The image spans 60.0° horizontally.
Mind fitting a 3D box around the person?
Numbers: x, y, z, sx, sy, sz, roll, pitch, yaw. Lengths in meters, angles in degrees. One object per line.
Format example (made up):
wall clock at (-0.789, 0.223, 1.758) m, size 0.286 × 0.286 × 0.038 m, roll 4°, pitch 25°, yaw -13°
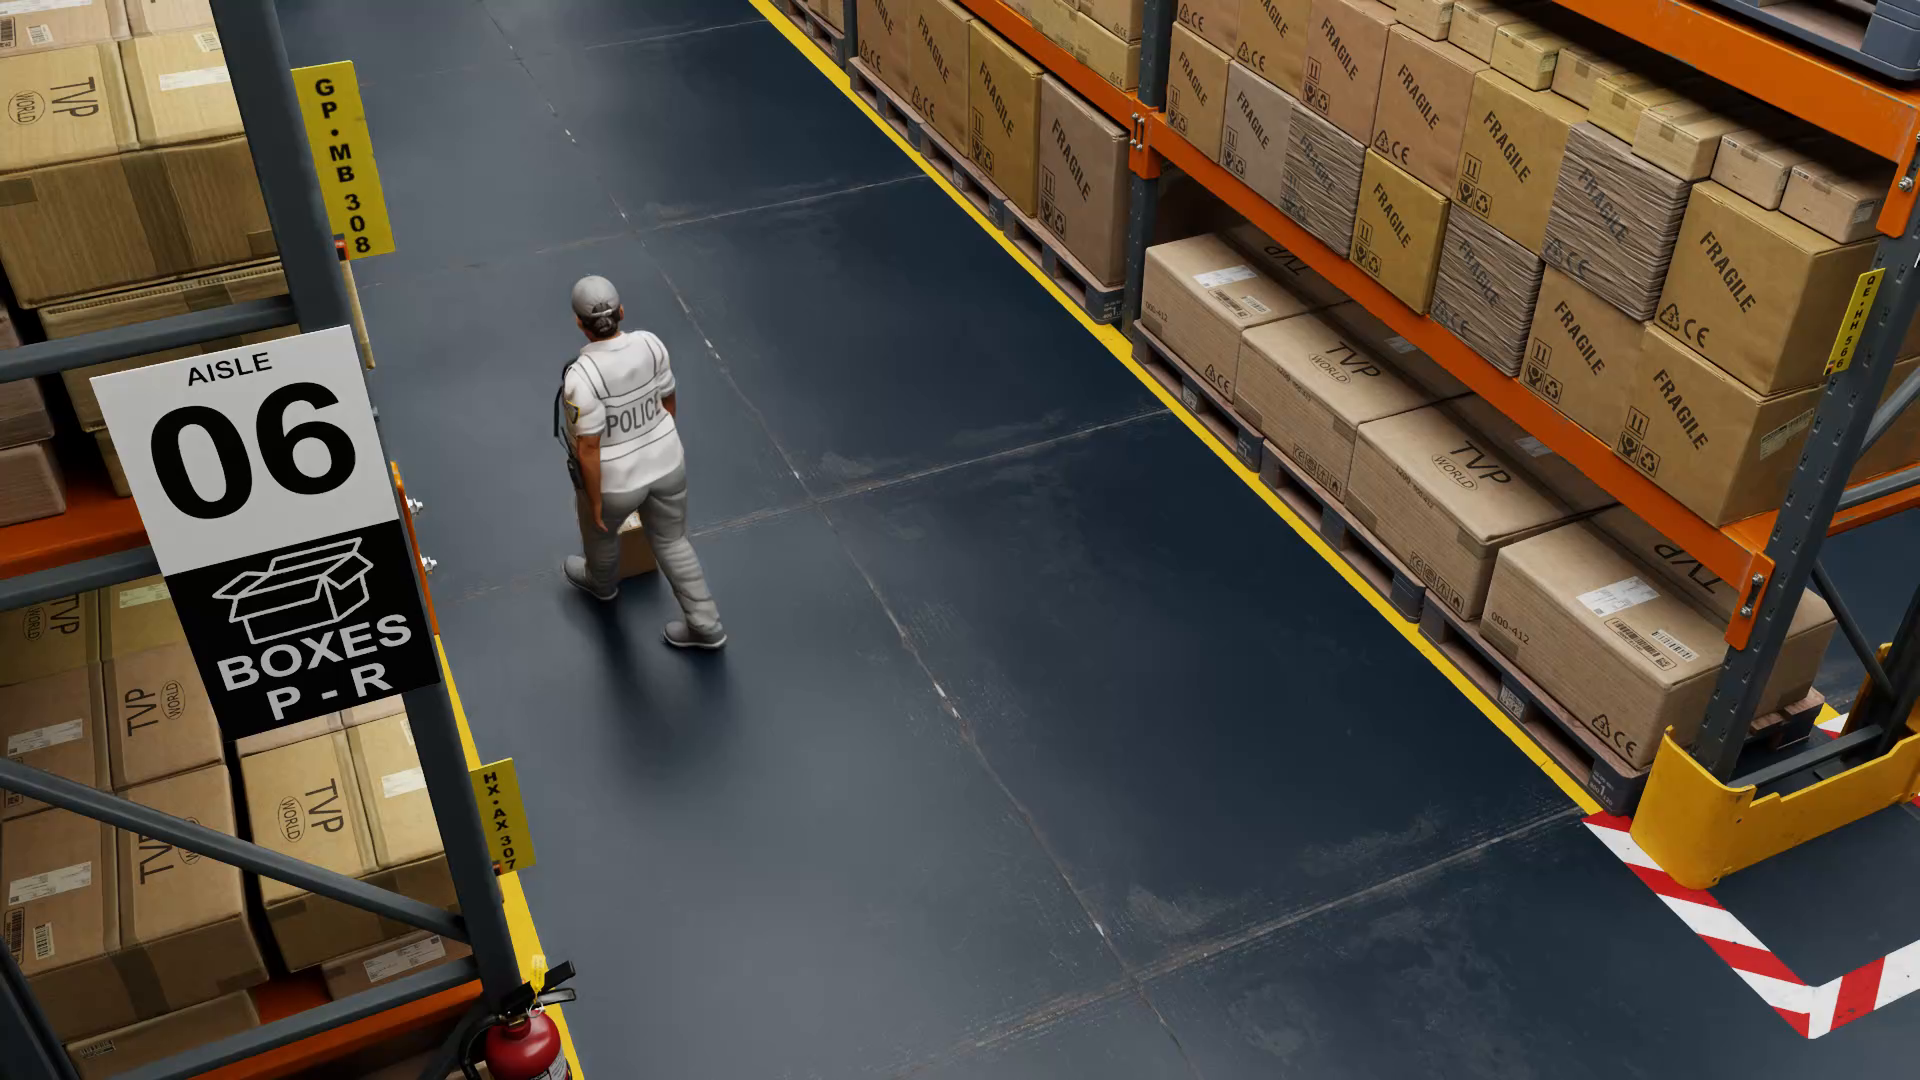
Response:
person at (-1.351, -0.325, 6.601) m, size 0.502 × 1.611 × 0.913 m, roll -30°, pitch 47°, yaw -33°
